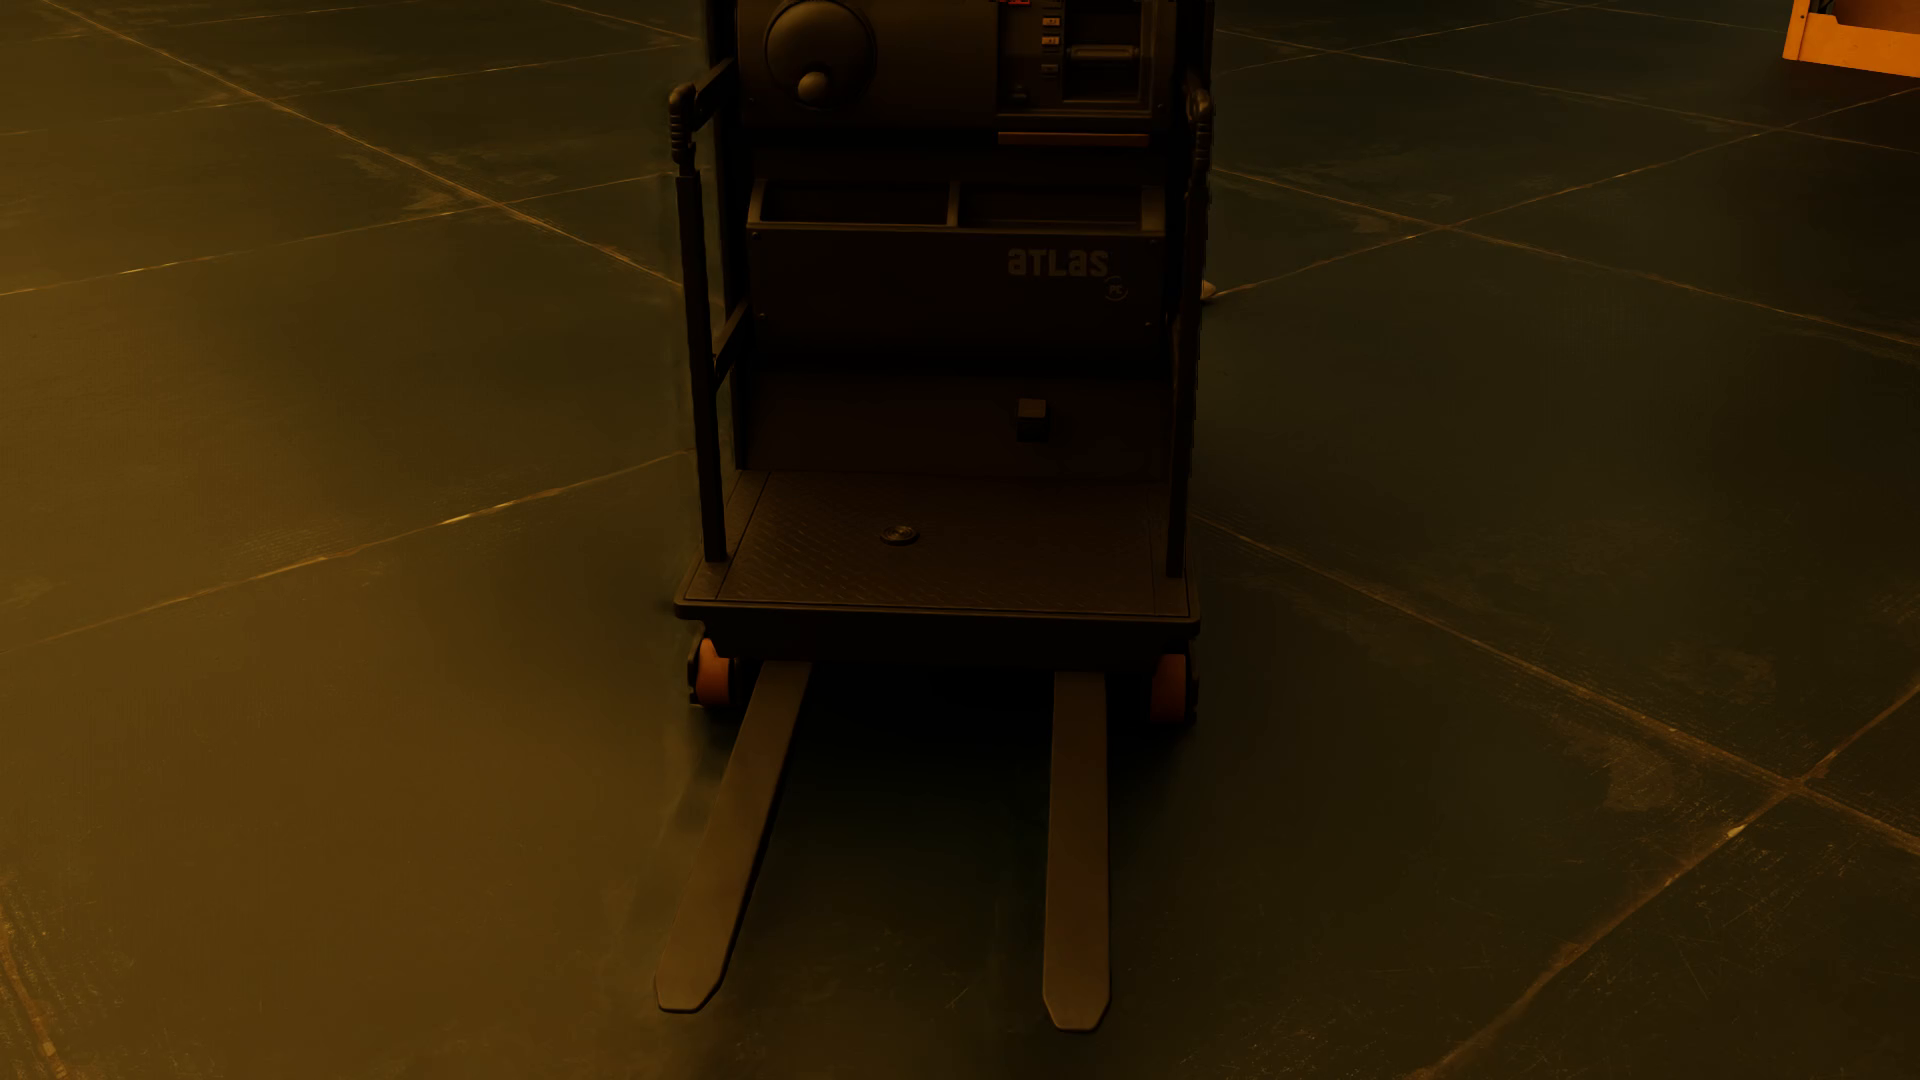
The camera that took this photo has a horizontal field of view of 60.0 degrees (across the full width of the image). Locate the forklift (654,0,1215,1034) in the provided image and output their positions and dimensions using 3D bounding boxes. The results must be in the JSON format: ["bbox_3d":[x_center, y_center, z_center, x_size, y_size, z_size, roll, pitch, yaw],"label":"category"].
[{"bbox_3d":[-0.020,-1.054,3.328,1.130,2.935,3.031,2,26,4],"label":"forklift"}]

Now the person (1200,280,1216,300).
[{"bbox_3d":[0.756,-1.839,6.198,0.582,1.779,0.705,7,27,14],"label":"person"}]
